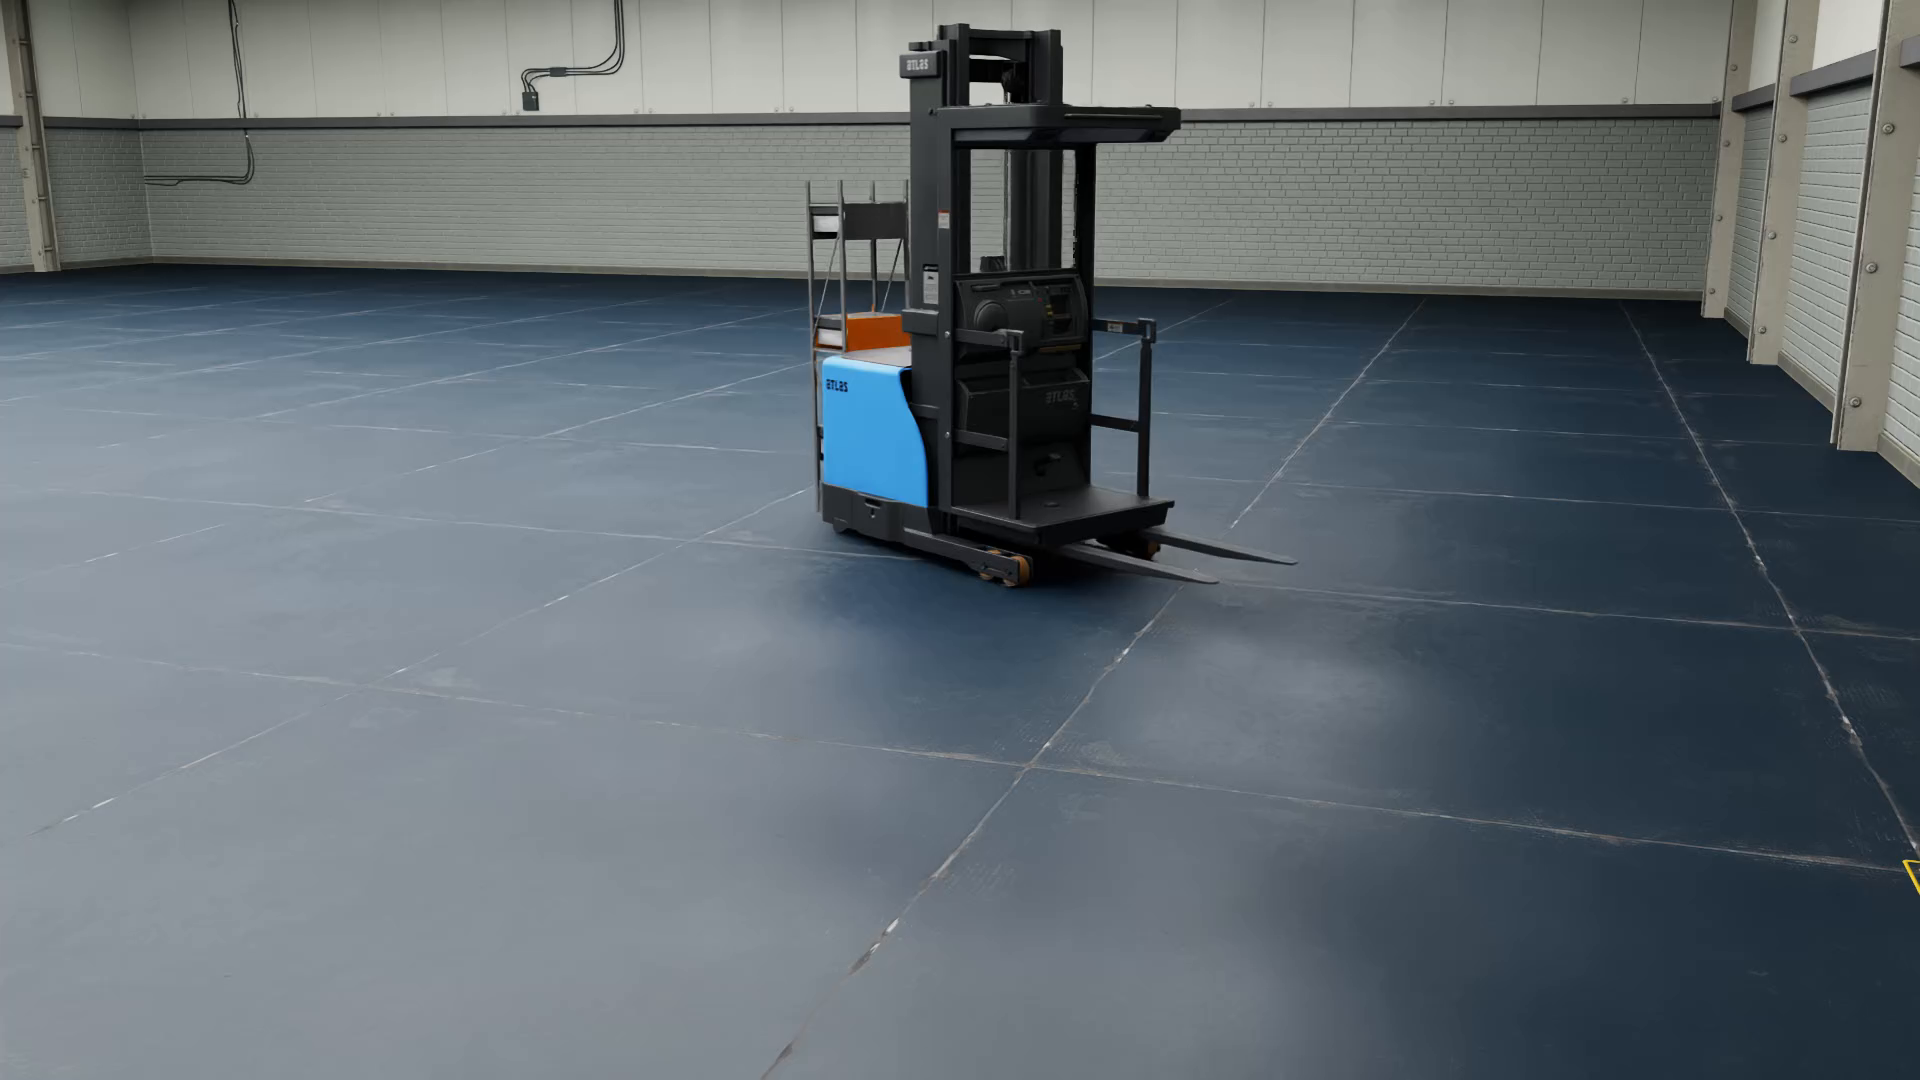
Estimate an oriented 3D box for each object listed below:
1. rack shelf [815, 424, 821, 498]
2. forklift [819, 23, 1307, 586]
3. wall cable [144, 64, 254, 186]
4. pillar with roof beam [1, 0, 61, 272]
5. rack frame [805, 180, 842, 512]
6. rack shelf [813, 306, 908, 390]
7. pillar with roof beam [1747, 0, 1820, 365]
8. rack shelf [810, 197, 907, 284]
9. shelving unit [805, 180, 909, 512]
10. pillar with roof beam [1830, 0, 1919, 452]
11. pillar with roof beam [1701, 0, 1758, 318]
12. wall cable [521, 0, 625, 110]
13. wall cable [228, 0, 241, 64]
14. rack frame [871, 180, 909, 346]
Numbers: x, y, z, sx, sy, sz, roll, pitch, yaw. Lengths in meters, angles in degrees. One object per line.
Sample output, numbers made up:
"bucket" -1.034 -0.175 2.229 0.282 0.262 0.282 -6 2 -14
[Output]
"rack shelf" -0.640 -0.520 10.735 0.480 0.518 0.431 -8 15 -34
"forklift" 0.513 -1.310 9.140 1.130 2.935 3.031 -12 17 -42
"wall cable" -16.589 -8.934 35.887 3.097 2.526 0.112 4 14 18
"pillar with roof beam" -14.720 -9.613 31.883 9.100 9.000 0.400 4 14 18
"rack frame" -0.845 -1.188 10.451 0.015 2.100 0.400 -8 15 -34
"rack shelf" -0.644 -1.205 10.589 0.480 0.518 0.431 -8 15 -34
"pillar with roof beam" 4.997 -6.702 19.128 9.100 9.000 0.400 4 14 18
"rack shelf" -0.647 -1.889 10.443 0.480 0.518 0.431 -8 15 -34
"shelving unit" -0.644 -1.218 10.586 0.503 2.100 0.431 -8 15 -34
"pillar with roof beam" 3.056 -5.439 13.593 9.100 9.000 0.400 4 14 18
"pillar with roof beam" 6.938 -7.965 24.663 9.100 9.000 0.400 4 14 18
"wall cable" -7.612 -11.419 32.154 2.305 6.003 0.169 4 14 18
"wall cable" -14.029 -11.202 34.472 3.097 2.526 0.112 4 14 18
"rack frame" -0.443 -1.248 10.722 0.015 2.100 0.400 -8 15 -34
